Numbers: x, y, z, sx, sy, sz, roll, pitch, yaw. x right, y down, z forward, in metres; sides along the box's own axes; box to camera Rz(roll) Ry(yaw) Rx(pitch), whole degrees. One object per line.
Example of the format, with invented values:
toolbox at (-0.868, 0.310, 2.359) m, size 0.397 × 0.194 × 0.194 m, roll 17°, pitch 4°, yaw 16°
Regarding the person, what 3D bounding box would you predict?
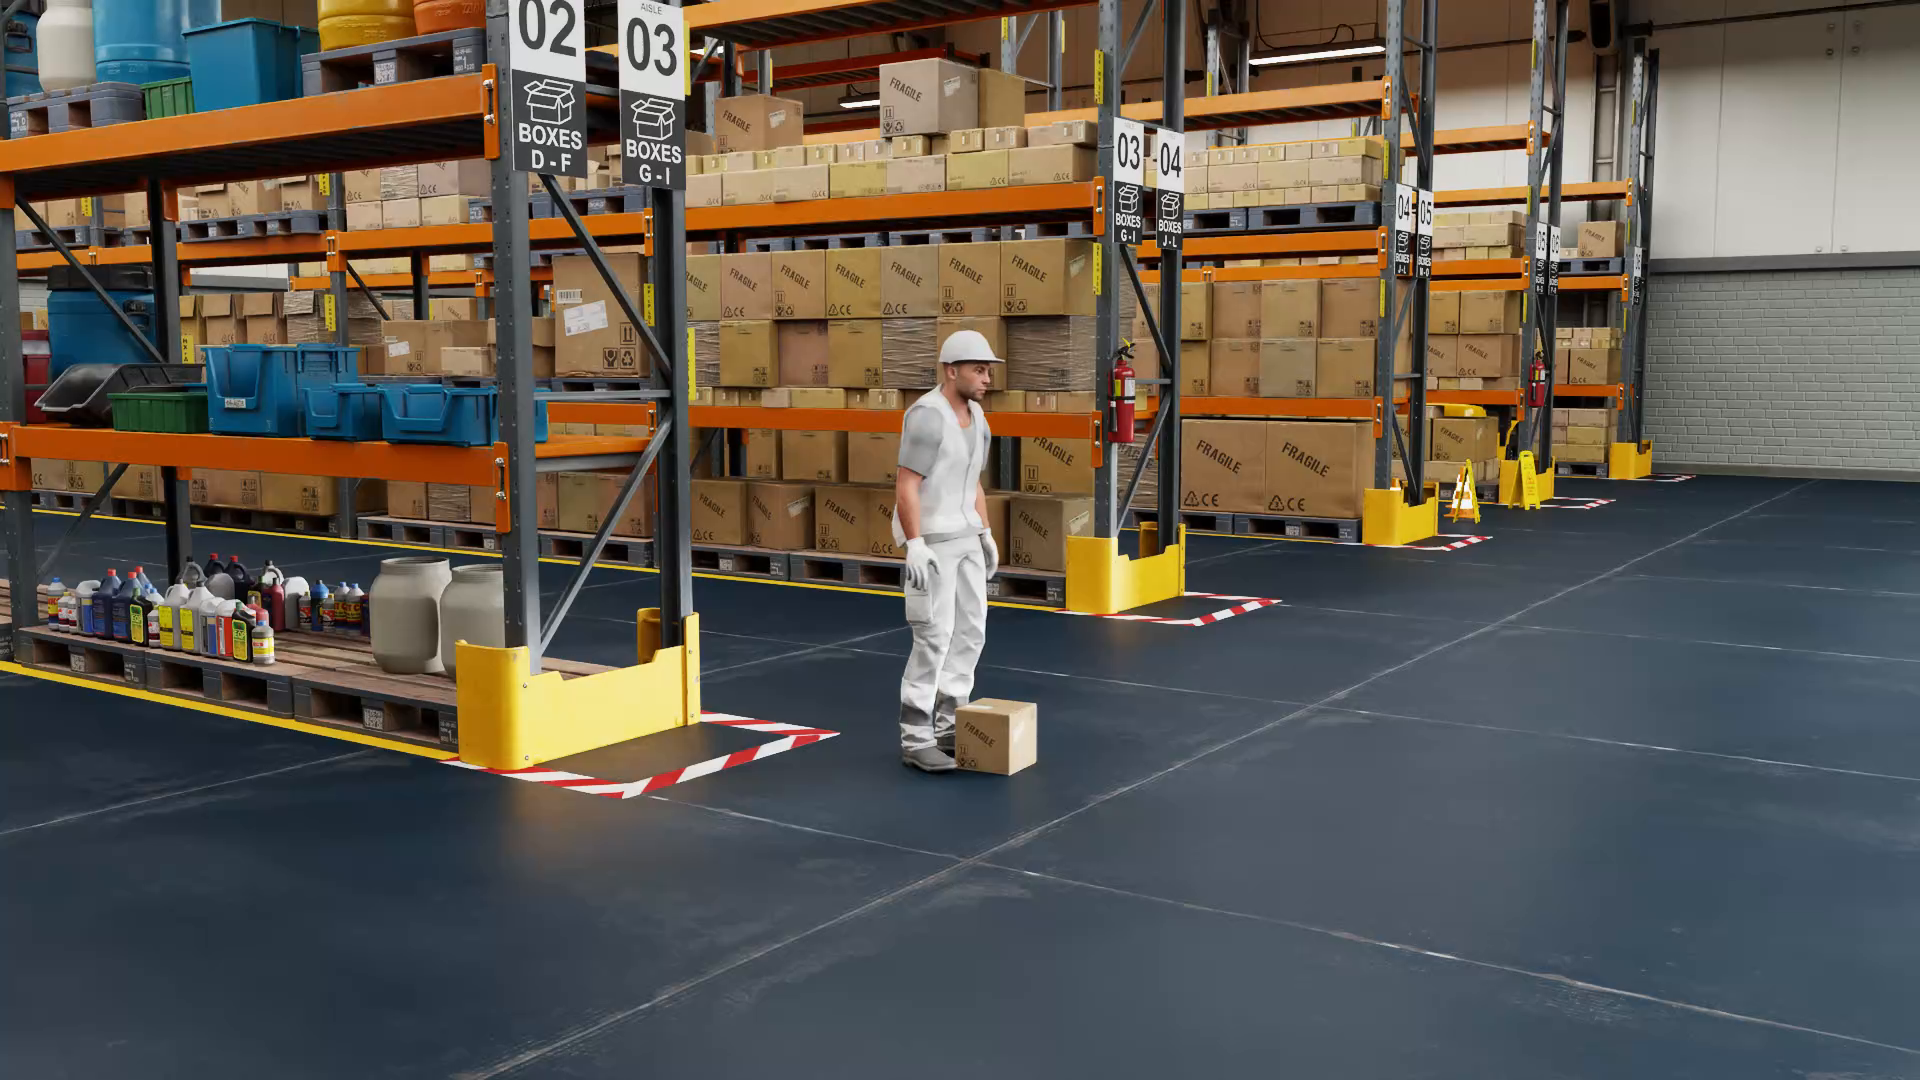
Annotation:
person at (-0.036, 0.031, 6.867) m, size 0.455 × 1.779 × 0.611 m, roll 4°, pitch 7°, yaw 33°
